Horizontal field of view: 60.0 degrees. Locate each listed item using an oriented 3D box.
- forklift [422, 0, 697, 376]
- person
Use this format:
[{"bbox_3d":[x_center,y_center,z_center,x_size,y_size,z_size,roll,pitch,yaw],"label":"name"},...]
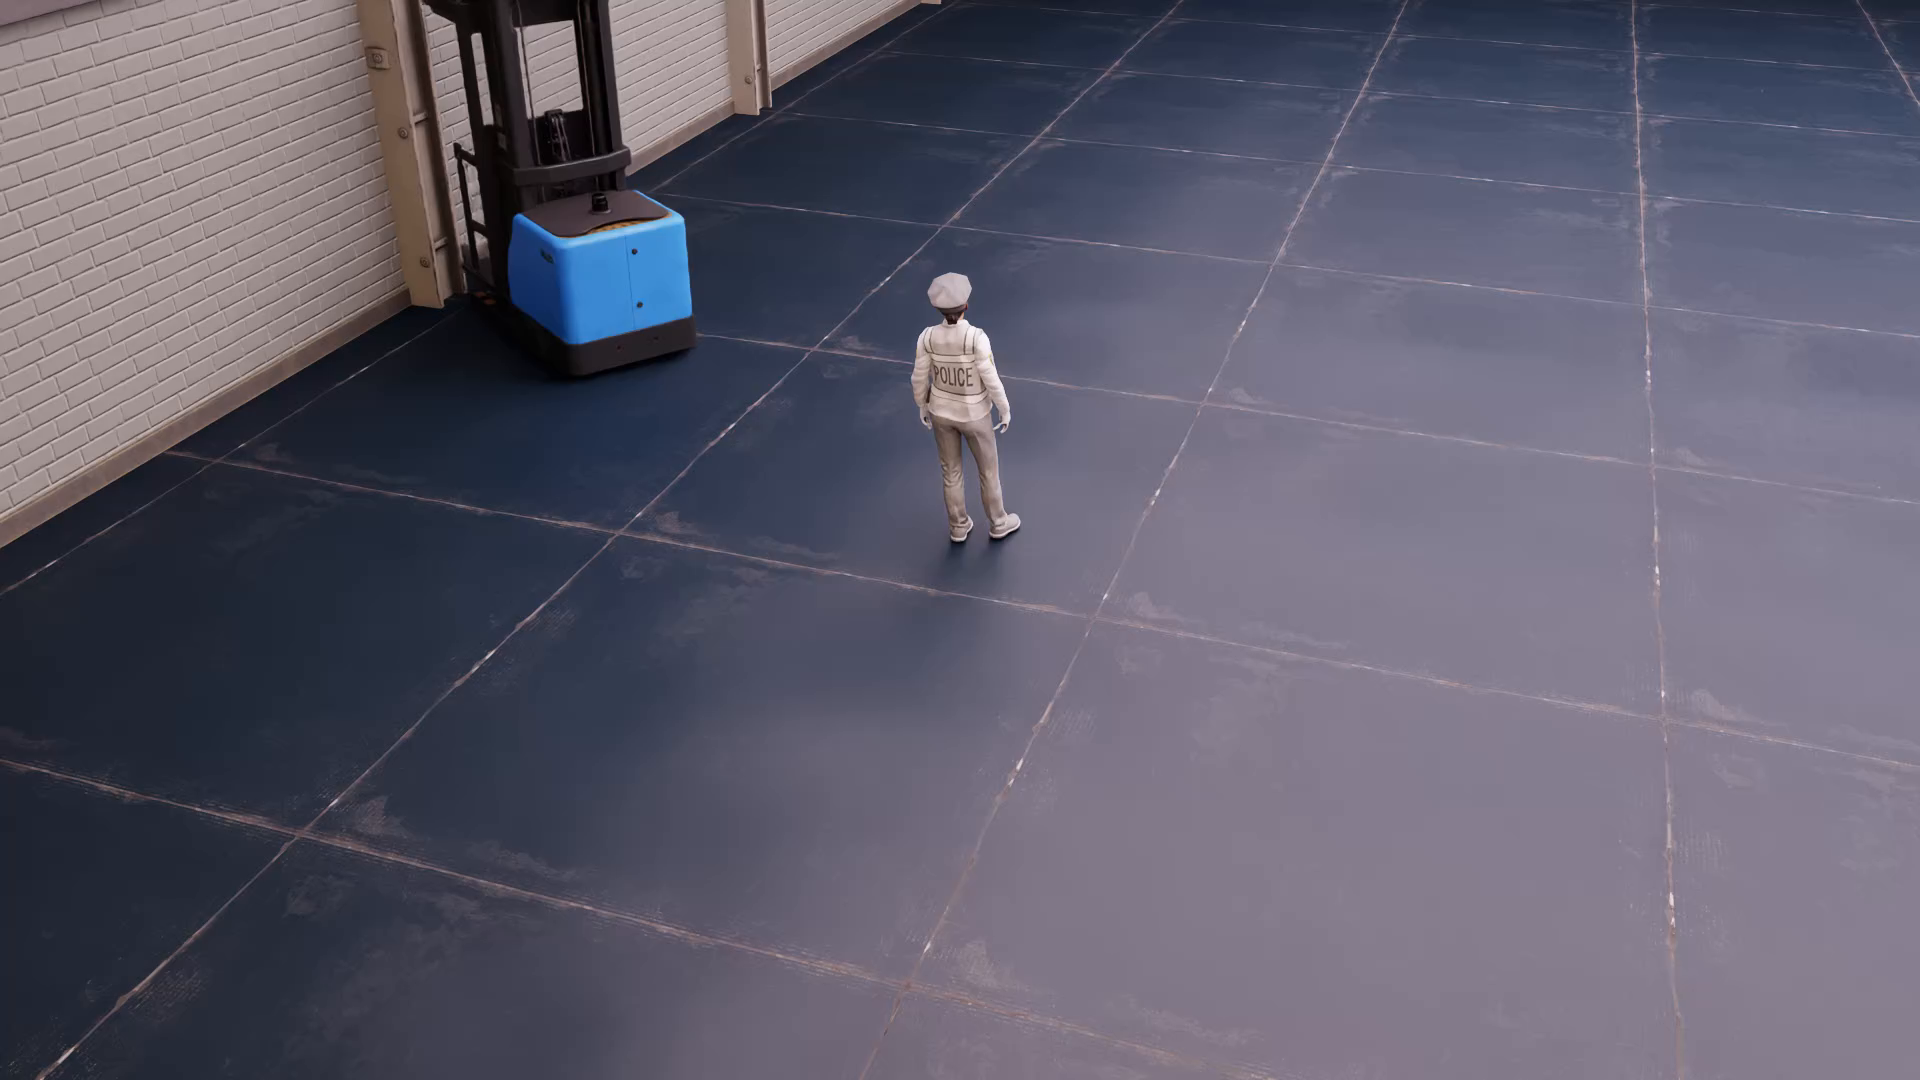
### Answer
[{"bbox_3d":[-3.262,-3.137,12.640,1.130,2.935,3.031,-20,35,-31],"label":"forklift"},{"bbox_3d":[0.029,-0.773,9.728,0.587,1.694,0.530,10,31,16],"label":"person"}]
